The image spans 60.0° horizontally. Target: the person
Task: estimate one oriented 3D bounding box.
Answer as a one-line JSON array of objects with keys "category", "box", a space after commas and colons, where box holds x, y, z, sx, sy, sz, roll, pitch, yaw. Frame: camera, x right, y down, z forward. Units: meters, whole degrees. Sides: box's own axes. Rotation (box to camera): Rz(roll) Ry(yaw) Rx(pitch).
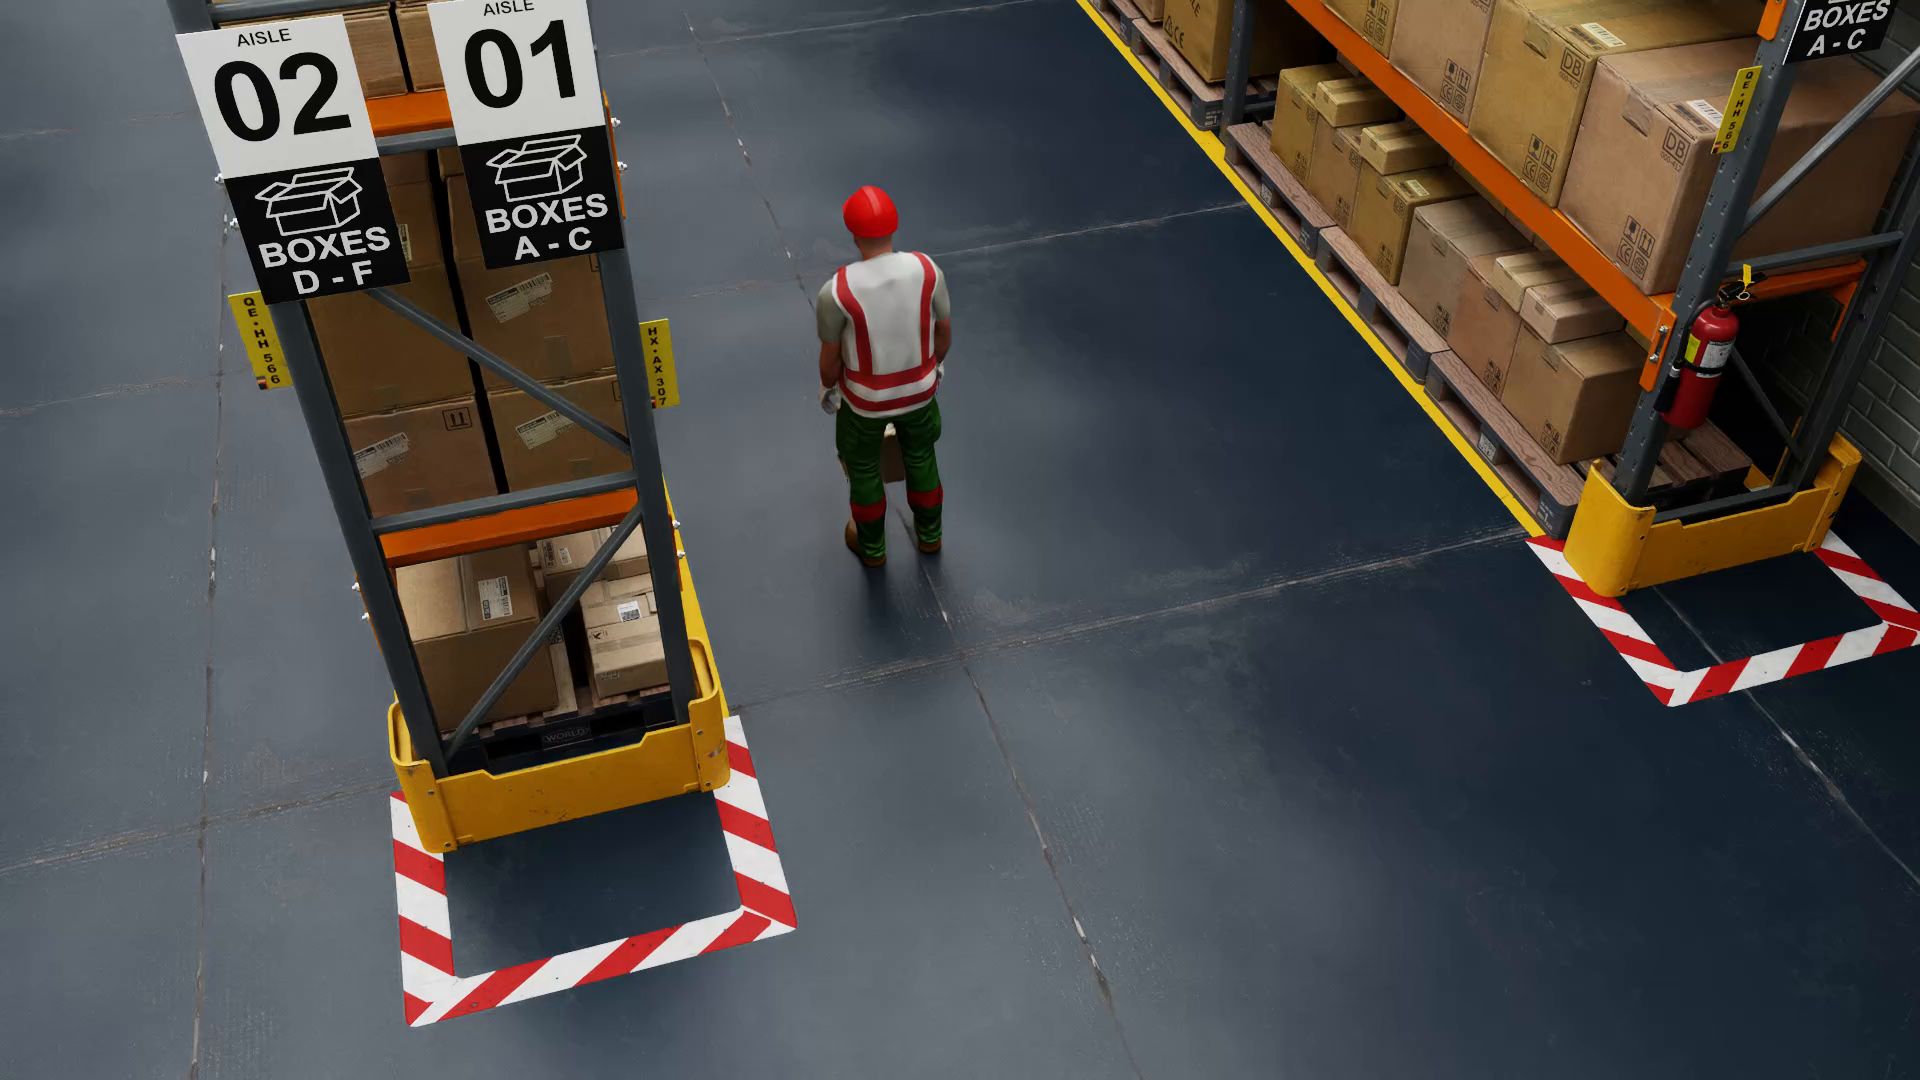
[{"category": "person", "box": [-0.308, -0.633, 6.853, 0.558, 1.783, 0.427, -13, 43, -14]}]
